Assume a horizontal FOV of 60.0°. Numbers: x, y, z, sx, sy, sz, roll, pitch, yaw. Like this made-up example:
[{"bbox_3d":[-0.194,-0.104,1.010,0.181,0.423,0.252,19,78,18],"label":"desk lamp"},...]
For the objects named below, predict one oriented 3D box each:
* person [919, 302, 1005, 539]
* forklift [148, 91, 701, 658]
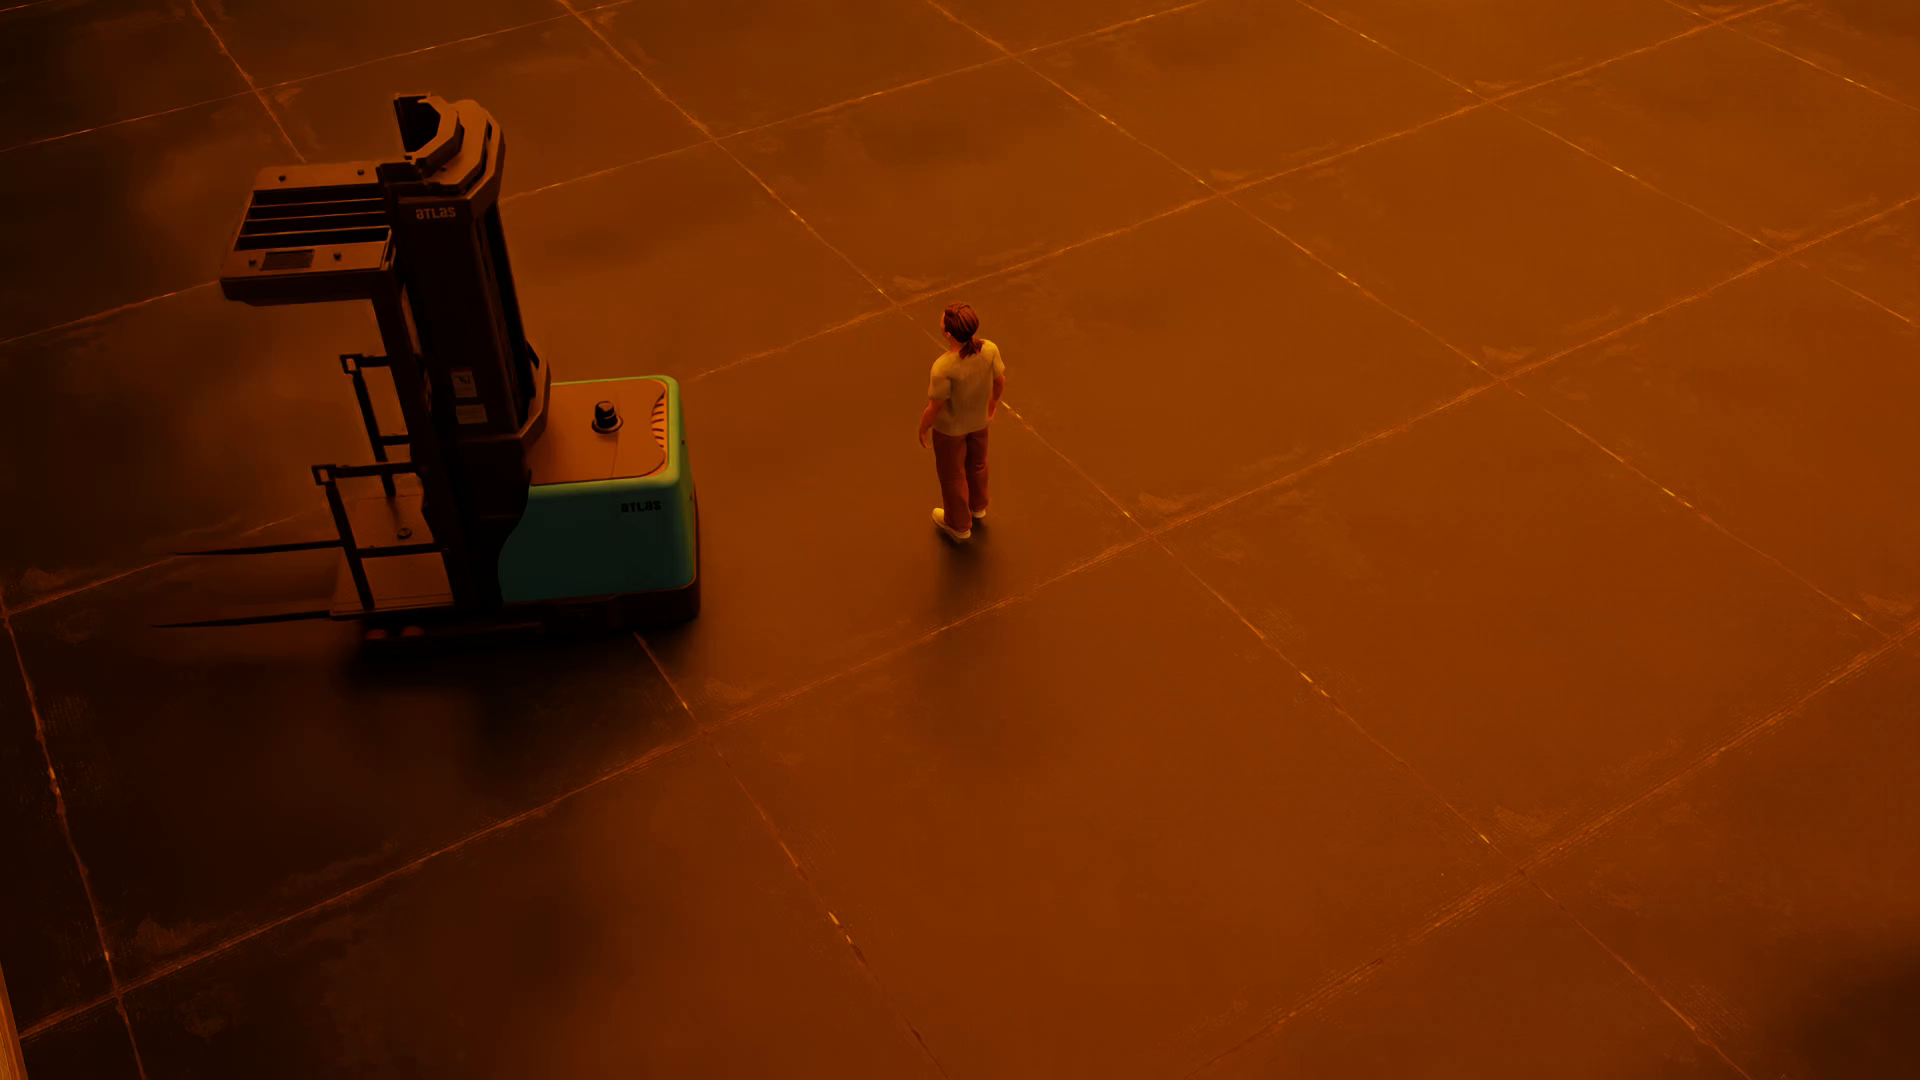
[{"bbox_3d":[-0.030,-0.708,9.571,0.552,1.662,0.548,-23,46,-24],"label":"person"},{"bbox_3d":[-3.048,-0.813,8.802,3.031,2.935,1.130,-5,41,-6],"label":"forklift"}]
